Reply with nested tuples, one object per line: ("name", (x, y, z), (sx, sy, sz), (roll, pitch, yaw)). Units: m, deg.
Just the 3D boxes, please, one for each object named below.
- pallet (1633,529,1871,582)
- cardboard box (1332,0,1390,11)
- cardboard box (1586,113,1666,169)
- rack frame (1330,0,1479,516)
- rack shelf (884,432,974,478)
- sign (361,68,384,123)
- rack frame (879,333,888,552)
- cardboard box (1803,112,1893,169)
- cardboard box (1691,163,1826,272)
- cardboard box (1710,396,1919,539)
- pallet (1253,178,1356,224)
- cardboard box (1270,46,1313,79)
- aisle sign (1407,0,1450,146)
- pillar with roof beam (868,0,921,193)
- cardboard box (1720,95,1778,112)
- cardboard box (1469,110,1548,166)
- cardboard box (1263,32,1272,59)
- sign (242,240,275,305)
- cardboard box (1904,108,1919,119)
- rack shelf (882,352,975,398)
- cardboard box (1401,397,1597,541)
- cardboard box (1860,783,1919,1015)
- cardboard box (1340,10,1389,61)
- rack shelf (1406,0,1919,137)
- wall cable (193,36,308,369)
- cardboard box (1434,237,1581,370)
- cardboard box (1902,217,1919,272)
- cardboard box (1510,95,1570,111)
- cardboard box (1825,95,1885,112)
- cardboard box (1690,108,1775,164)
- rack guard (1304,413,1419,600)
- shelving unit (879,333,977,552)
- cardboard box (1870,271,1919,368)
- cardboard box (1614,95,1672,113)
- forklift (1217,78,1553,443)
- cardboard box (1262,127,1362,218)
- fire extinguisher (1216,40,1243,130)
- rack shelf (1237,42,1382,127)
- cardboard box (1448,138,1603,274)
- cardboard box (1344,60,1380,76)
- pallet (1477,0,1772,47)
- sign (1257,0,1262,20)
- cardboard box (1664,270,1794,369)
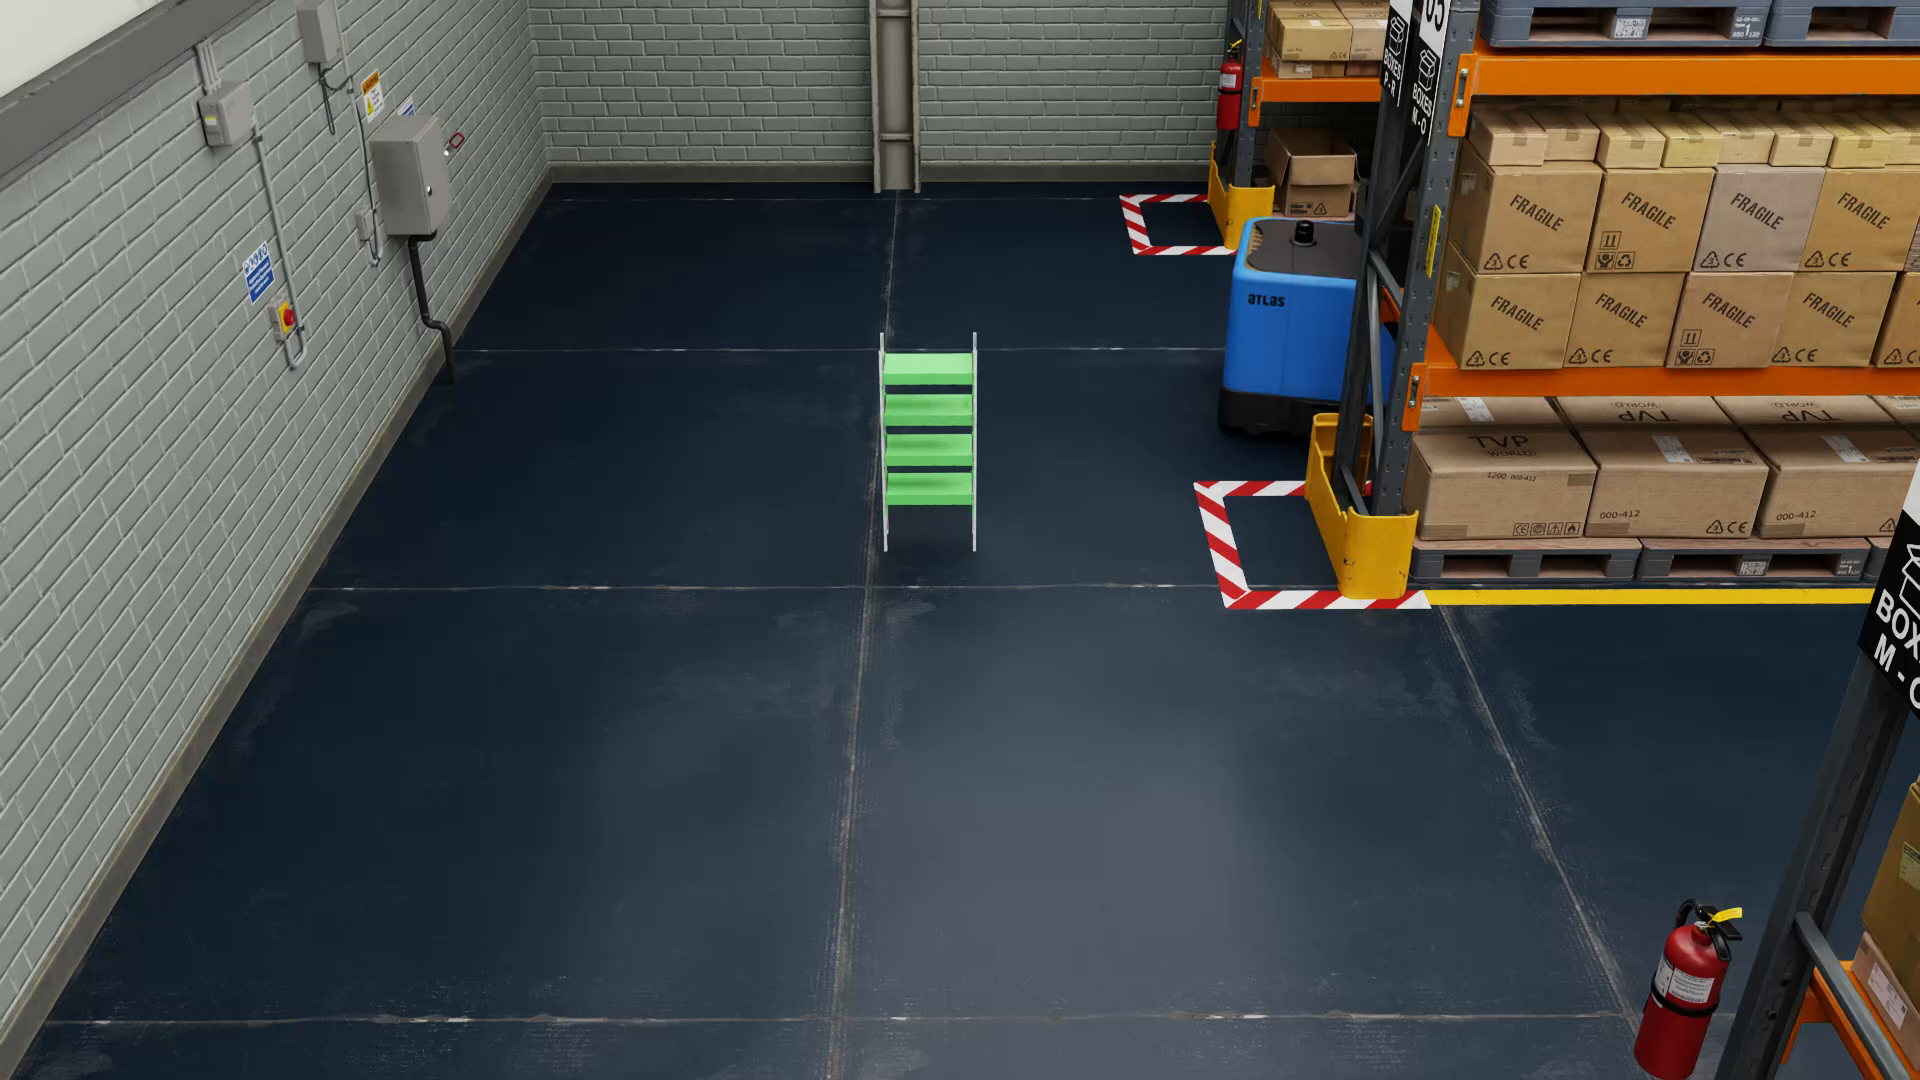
("pallet", (4.217, -0.127, 9.256), (1.213, 0.211, 1.003), (0, 31, 0))
("cardboard box", (3.142, -4.052, 12.894), (0.500, 0.250, 0.500), (0, 31, 0))
("cardboard box", (3.080, -1.858, 7.735), (0.250, 0.149, 0.380), (1, 31, 1))
("rack frame", (2.201, -1.274, 8.458), (0.127, 3.000, 1.000), (0, 31, 0))
("rack shelf", (-0.166, -0.458, 8.971), (0.480, 0.148, 0.258), (0, 31, 0))
("sign", (-3.511, -2.658, 9.943), (0.001, 0.242, 0.339), (0, 31, 0))
("rack frame", (-0.410, -0.512, 8.937), (0.015, 1.200, 0.240), (0, 31, 0))
("cardboard box", (4.109, -1.862, 7.742), (0.250, 0.149, 0.380), (-1, 31, -1))
("cardboard box", (3.714, -1.609, 7.950), (0.500, 0.500, 0.500), (0, 31, -1))
("cardboard box", (4.677, -0.421, 9.118), (0.875, 0.438, 0.875), (-1, 31, -2))
("pallet", (3.041, -2.660, 13.430), (1.213, 0.211, 1.003), (0, 31, 0))
("cardboard box", (2.498, -3.600, 12.534), (0.250, 0.149, 0.380), (0, 31, -1))
("aisle sign", (2.131, -2.235, 7.535), (0.004, 0.787, 0.394), (0, 31, 0))
("pillar with roof beam", (-0.508, -4.640, 8.222), (0.400, 9.000, 9.100), (0, 31, 0))
("cardboard box", (3.835, -2.159, 8.231), (0.250, 0.149, 0.380), (1, 31, 1))
("cardboard box", (2.558, -1.879, 7.770), (0.250, 0.149, 0.380), (0, 31, 1))
("cardboard box", (2.497, -3.882, 12.998), (0.250, 0.149, 0.380), (-1, 31, -1))
("sign", (-3.498, -1.335, 8.297), (0.001, 0.218, 0.327), (0, 31, 0))
("cardboard box", (4.616, -1.897, 7.799), (0.250, 0.149, 0.380), (-1, 31, -1))
("rack shelf", (-0.166, -0.868, 8.722), (0.480, 0.148, 0.258), (0, 31, 0))
("cardboard box", (2.861, -0.412, 9.103), (0.875, 0.438, 0.875), (-1, 31, -2))
("cardboard box", (2.780, 0.988, 4.346), (0.500, 0.500, 0.500), (0, 31, 1))
("cardboard box", (3.127, -3.775, 12.438), (0.500, 0.250, 0.500), (0, 31, 0))
("rack shelf", (4.201, -2.255, 7.877), (4.000, 0.370, 1.077), (0, 31, 0))
("wall cable", (-3.437, -1.692, 8.137), (0.123, 1.953, 0.585), (0, 31, 0))
("cardboard box", (2.683, -1.169, 8.189), (0.500, 0.500, 0.500), (0, 31, -1))
("cardboard box", (4.714, -1.608, 7.949), (0.500, 0.500, 0.500), (0, 31, 0))
("cardboard box", (2.813, -2.140, 8.199), (0.250, 0.149, 0.380), (0, 31, 1))
("cardboard box", (4.361, -2.173, 8.254), (0.250, 0.149, 0.380), (0, 31, 0))
("cardboard box", (3.605, -1.897, 7.798), (0.250, 0.149, 0.380), (0, 31, 0))
("rack guard", (2.177, -0.205, 9.106), (0.348, 0.500, 1.175), (0, 31, 0))
("shelving unit", (-0.166, -0.512, 8.938), (0.503, 1.200, 0.258), (0, 31, 0))
("cardboard box", (4.722, -1.182, 8.209), (0.500, 0.500, 0.500), (-1, 31, -1))
("cardboard box", (3.322, -2.164, 8.239), (0.250, 0.149, 0.380), (1, 31, 1))
("forklift", (3.175, -1.990, 9.705), (3.031, 2.935, 1.130), (7, 32, 11))
("cardboard box", (2.780, -2.914, 13.162), (0.637, 0.503, 0.797), (-1, 31, -2))
("fire extinguisher", (2.023, -3.416, 12.423), (0.183, 0.674, 0.296), (0, 31, 0))
("rack shelf", (4.167, -3.547, 12.899), (4.000, 0.370, 1.077), (0, 31, 0))
("cardboard box", (2.683, -1.598, 7.932), (0.500, 0.500, 0.500), (-1, 31, -1))
("cardboard box", (3.014, -3.644, 12.606), (0.250, 0.149, 0.380), (-1, 31, -1))
("pallet", (2.943, -2.526, 7.716), (1.213, 0.211, 1.003), (0, 31, 0))
("sign", (2.171, -3.937, 12.013), (0.005, 0.325, 0.100), (0, 31, 0))
("cardboard box", (3.697, -1.178, 8.203), (0.500, 0.500, 0.500), (0, 31, -1))
